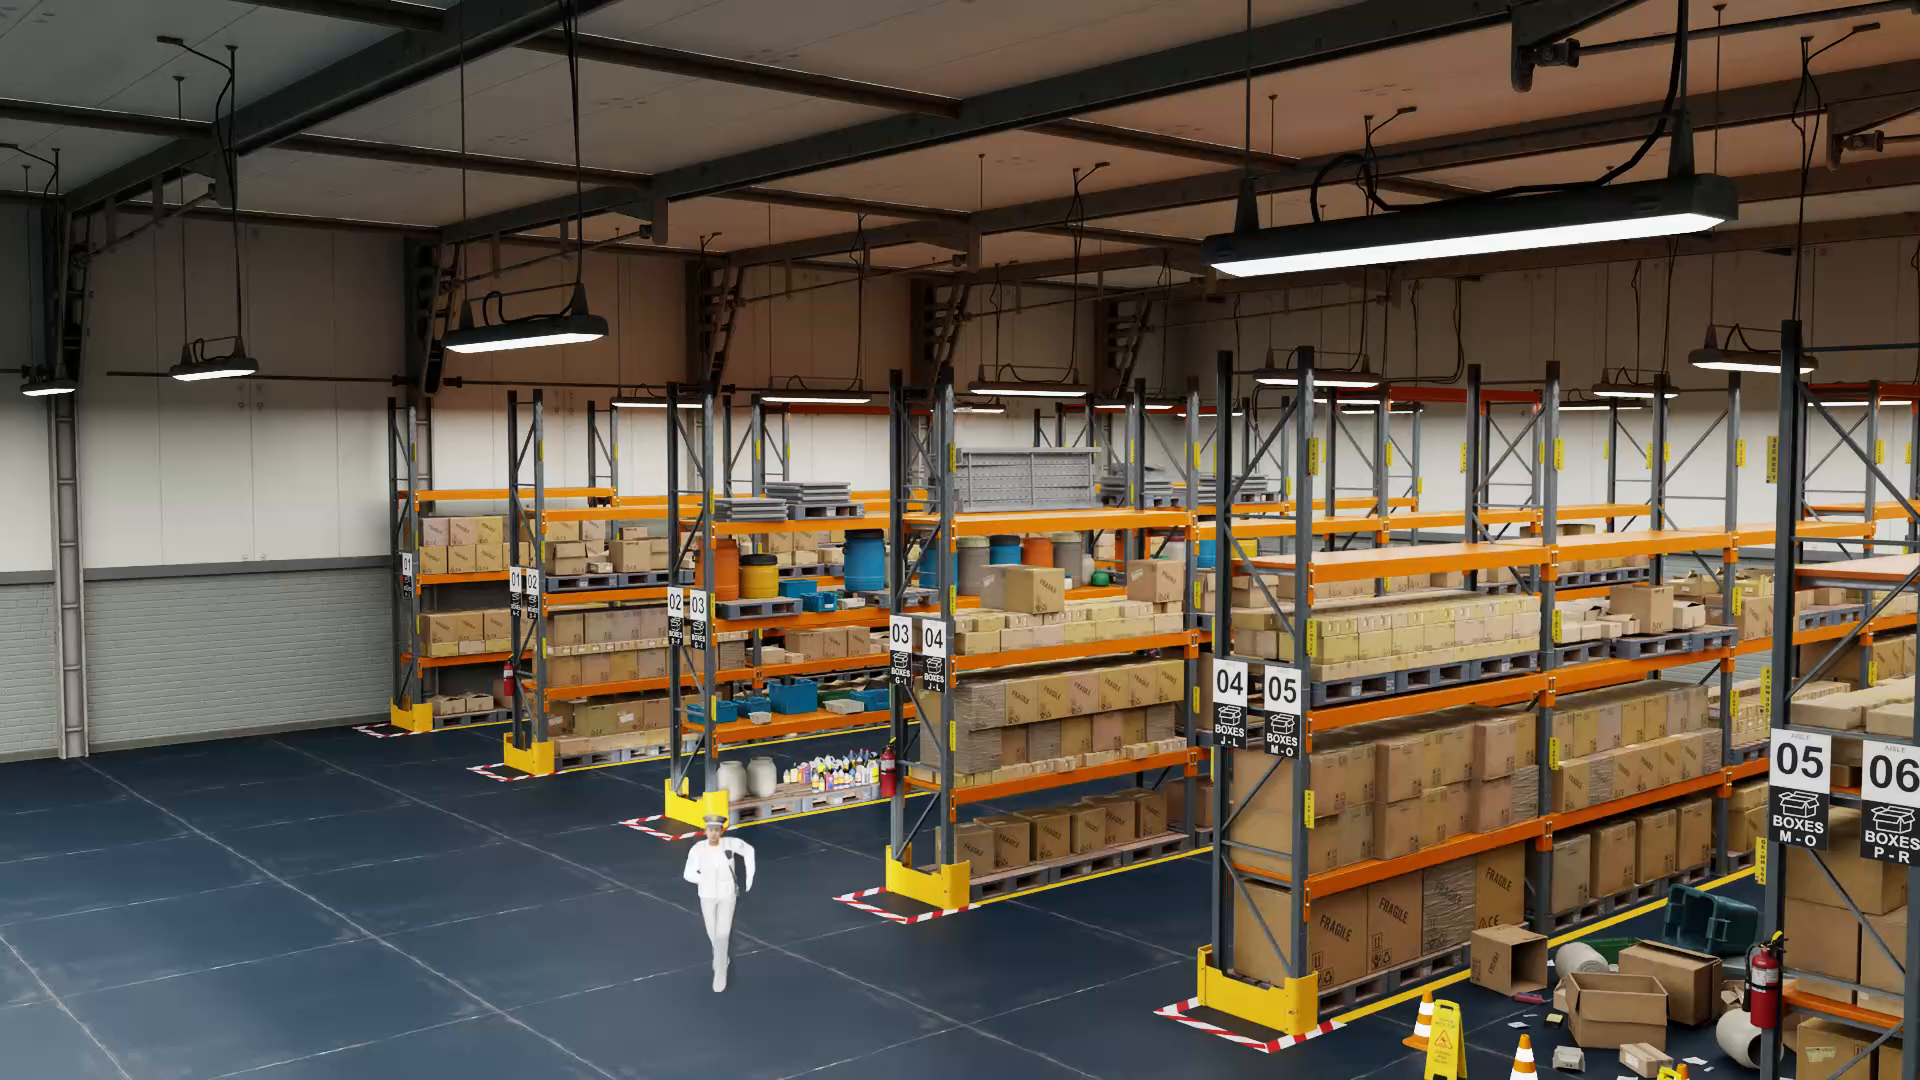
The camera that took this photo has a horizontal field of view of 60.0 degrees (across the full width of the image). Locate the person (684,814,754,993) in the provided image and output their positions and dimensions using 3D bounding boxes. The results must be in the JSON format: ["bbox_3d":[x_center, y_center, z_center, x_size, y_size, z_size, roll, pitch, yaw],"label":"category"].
[{"bbox_3d":[-2.281,3.401,15.770,0.640,1.694,0.787,0,3,-2],"label":"person"}]
